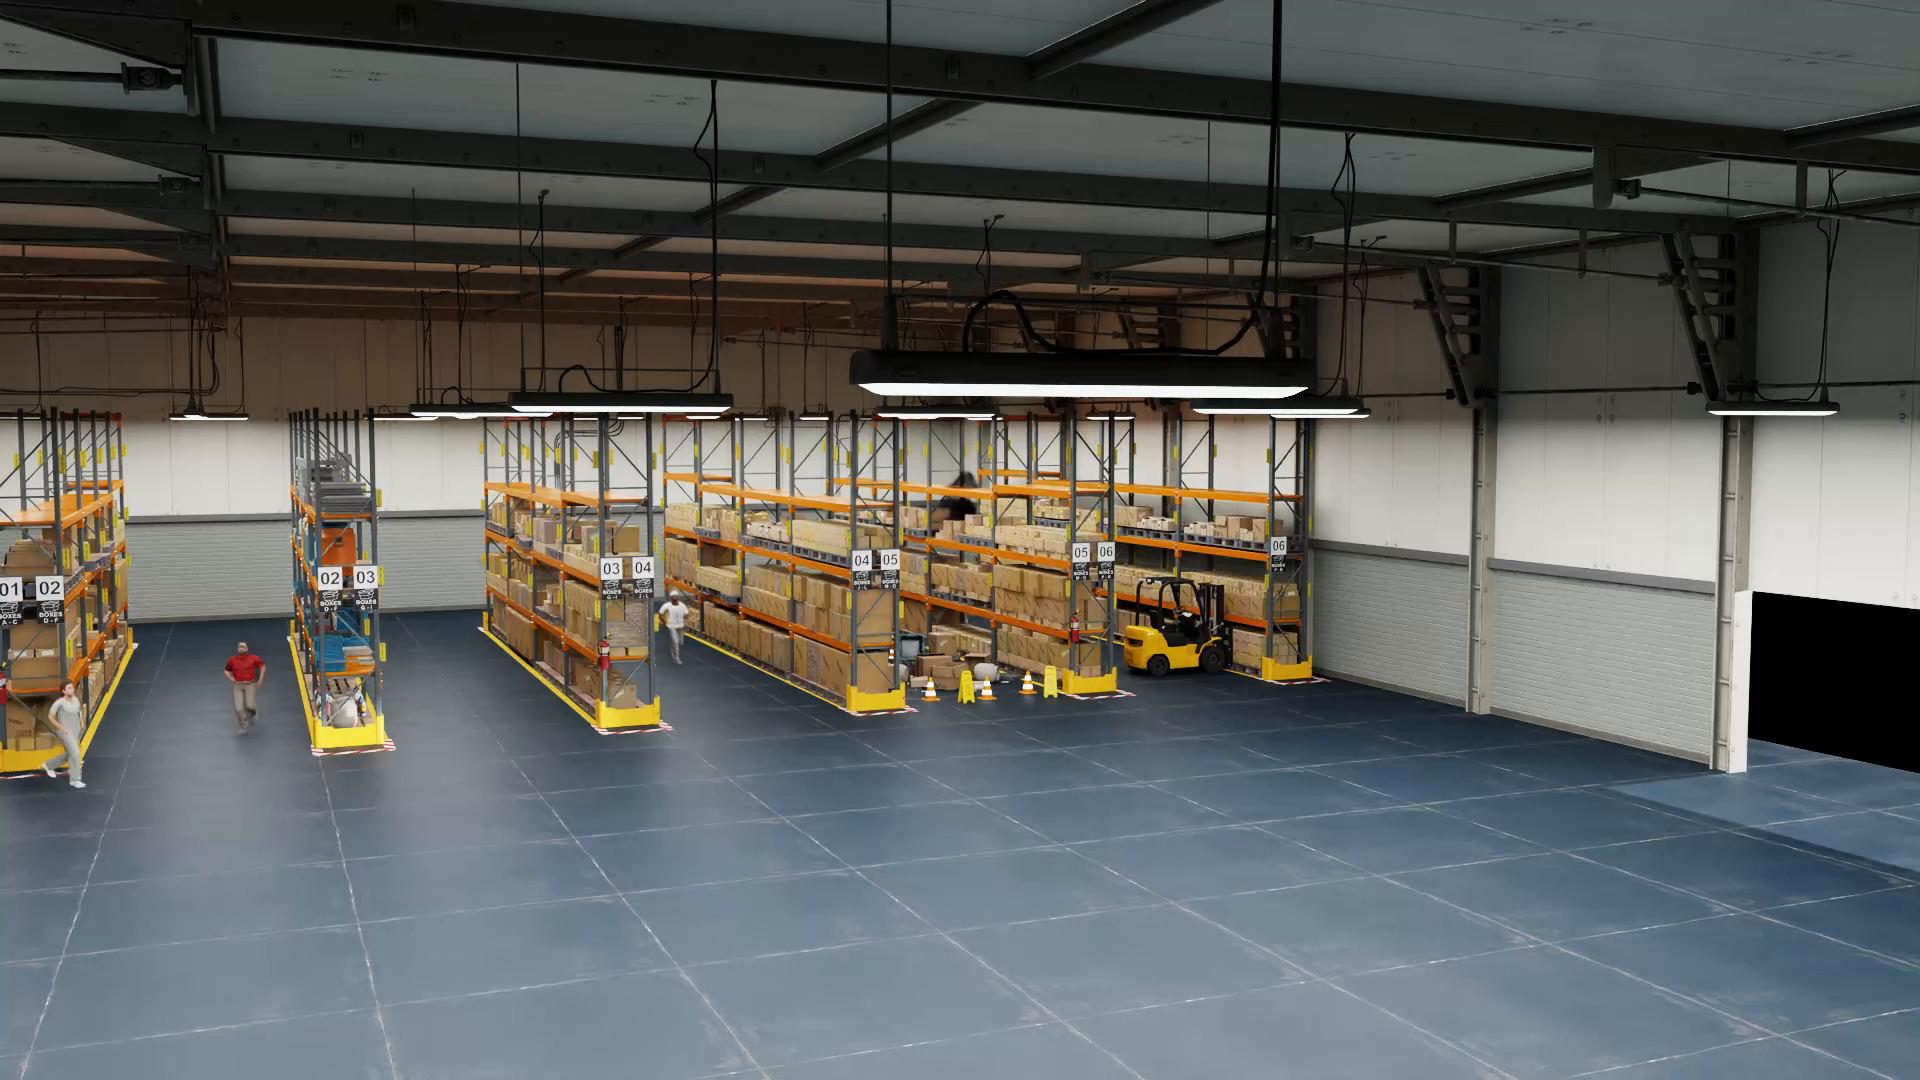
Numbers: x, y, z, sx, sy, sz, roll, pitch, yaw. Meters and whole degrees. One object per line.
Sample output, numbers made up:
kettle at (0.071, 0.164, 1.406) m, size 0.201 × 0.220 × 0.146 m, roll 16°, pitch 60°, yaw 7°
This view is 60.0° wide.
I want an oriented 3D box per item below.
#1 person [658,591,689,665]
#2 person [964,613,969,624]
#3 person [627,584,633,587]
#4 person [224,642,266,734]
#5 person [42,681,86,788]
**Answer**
person at (-6.791, 2.075, 39.615) m, size 0.714 × 1.744 × 0.901 m, roll -3°, pitch 5°, yaw -33°
person at (0.061, 1.619, 46.359) m, size 0.575 × 1.652 × 0.970 m, roll -2°, pitch 4°, yaw -25°
person at (-9.300, 1.540, 46.524) m, size 0.694 × 1.772 × 1.040 m, roll -1°, pitch 4°, yaw -13°
person at (-13.235, 2.730, 30.742) m, size 0.705 × 1.692 × 0.585 m, roll -1°, pitch 4°, yaw -14°
person at (-14.140, 3.058, 26.264) m, size 0.803 × 1.672 × 0.579 m, roll 1°, pitch 4°, yaw 15°
